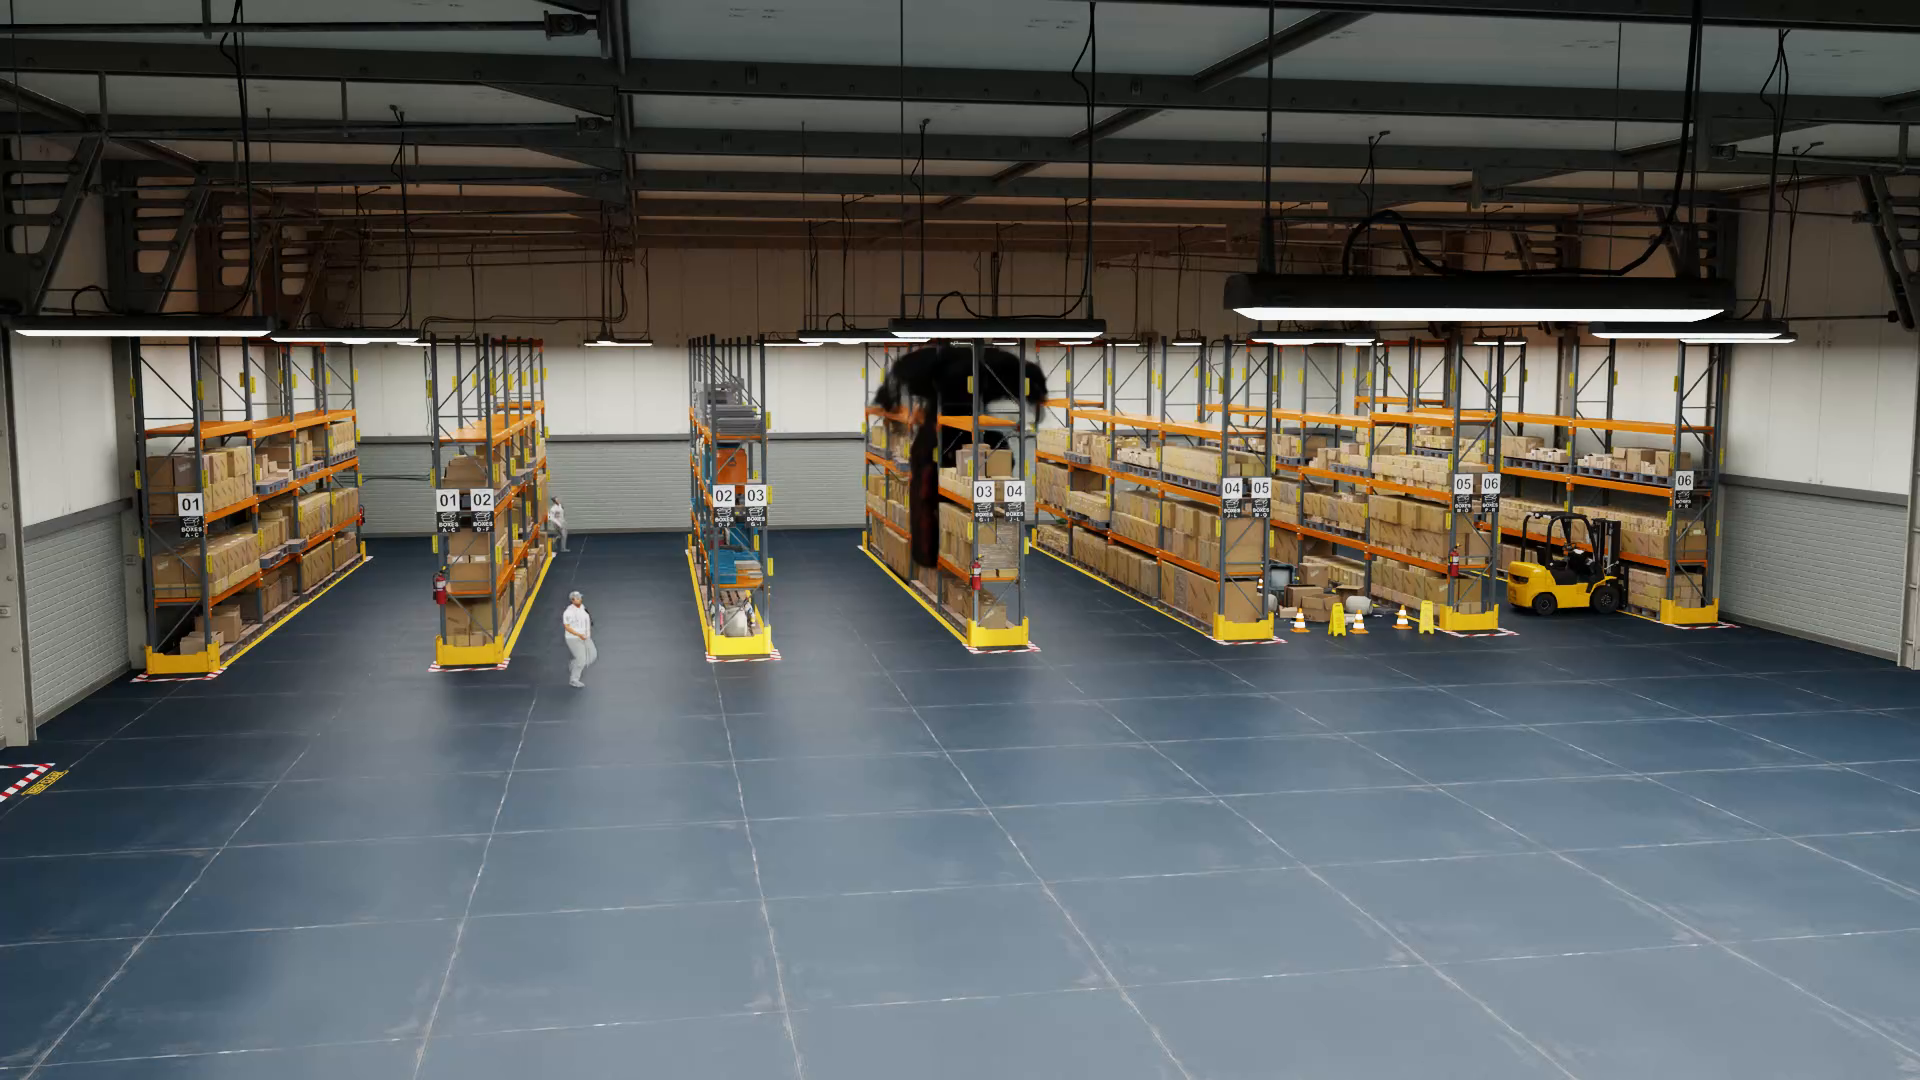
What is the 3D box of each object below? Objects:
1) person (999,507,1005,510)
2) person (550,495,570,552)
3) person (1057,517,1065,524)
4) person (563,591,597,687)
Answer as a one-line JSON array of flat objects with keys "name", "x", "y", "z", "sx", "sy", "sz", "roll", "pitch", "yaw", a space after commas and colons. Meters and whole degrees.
[{"name": "person", "x": 1.274, "y": -0.546, "z": 48.747, "sx": 0.641, "sy": 1.383, "sz": 0.679, "roll": 2, "pitch": 7, "yaw": 21}, {"name": "person", "x": -11.384, "y": -0.467, "z": 46.956, "sx": 0.589, "sy": 1.633, "sz": 0.655, "roll": 2, "pitch": 7, "yaw": 15}, {"name": "person", "x": 3.113, "y": -0.827, "z": 50.070, "sx": 1.057, "sy": 1.627, "sz": 0.735, "roll": 5, "pitch": 8, "yaw": 36}, {"name": "person", "x": -6.495, "y": 1.681, "z": 28.364, "sx": 0.514, "sy": 1.633, "sz": 0.611, "roll": 3, "pitch": 7, "yaw": 22}]
